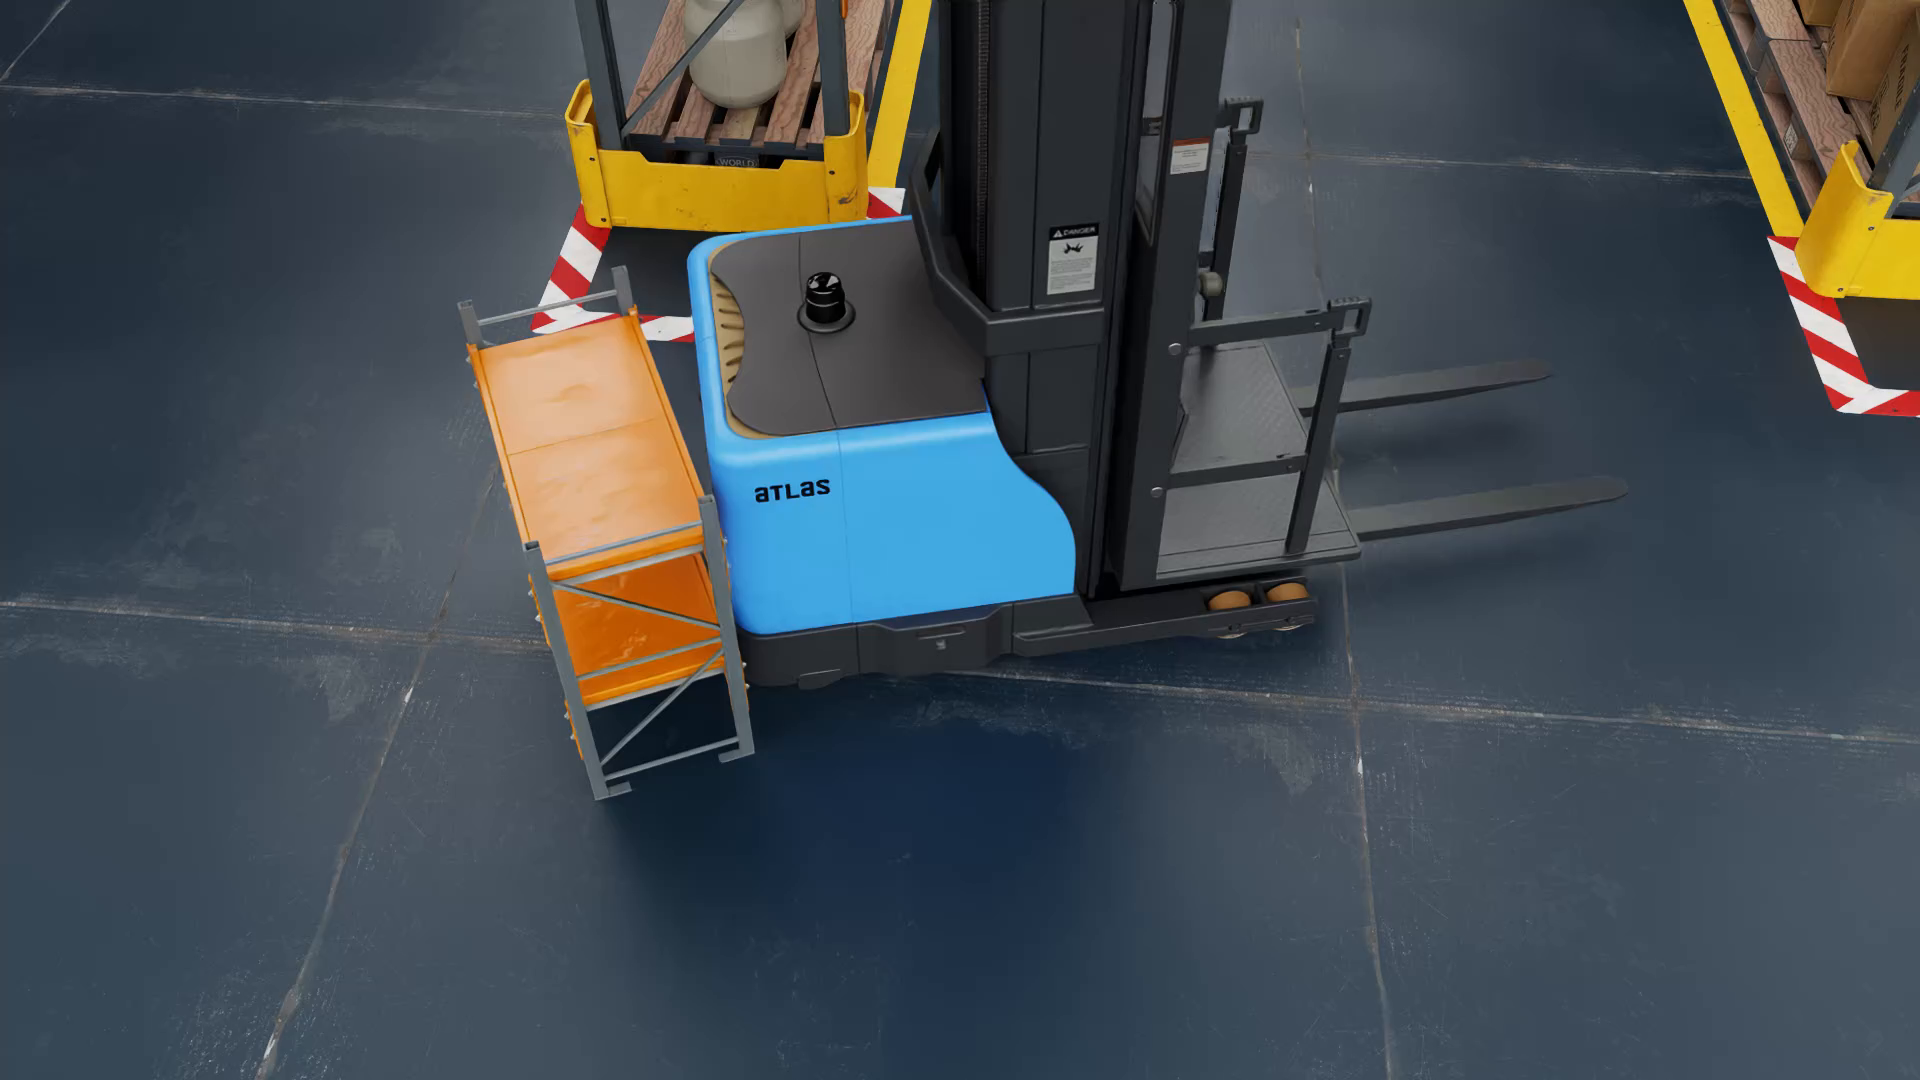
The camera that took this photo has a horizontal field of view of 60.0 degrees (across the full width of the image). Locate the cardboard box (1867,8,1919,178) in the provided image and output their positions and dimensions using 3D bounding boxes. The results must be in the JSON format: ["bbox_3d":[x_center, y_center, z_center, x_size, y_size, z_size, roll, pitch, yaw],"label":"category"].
[{"bbox_3d":[4.066,-1.775,6.750,0.500,0.500,0.500,12,49,11],"label":"cardboard box"}]

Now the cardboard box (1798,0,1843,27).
[{"bbox_3d":[4.162,-2.675,7.573,0.500,0.500,0.500,8,48,7],"label":"cardboard box"}]

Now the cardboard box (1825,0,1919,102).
[{"bbox_3d":[4.086,-2.216,7.154,0.500,0.500,0.500,15,49,14],"label":"cardboard box"}]

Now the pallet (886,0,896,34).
[{"bbox_3d":[-0.787,-2.960,8.315,1.003,0.211,1.213,4,48,4],"label":"pallet"}]

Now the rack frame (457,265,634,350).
[{"bbox_3d":[-1.231,-0.368,5.324,0.500,1.125,0.032,-15,49,-14],"label":"rack frame"}]

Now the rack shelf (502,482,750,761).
[{"bbox_3d":[-1.052,0.149,5.183,0.538,0.278,1.000,-15,49,-14],"label":"rack shelf"}]

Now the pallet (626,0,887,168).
[{"bbox_3d":[-0.901,-2.066,7.497,1.003,0.211,1.213,4,48,4],"label":"pallet"}]

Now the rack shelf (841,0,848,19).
[{"bbox_3d":[-0.758,-3.579,7.478,1.077,0.370,4.000,4,48,4],"label":"rack shelf"}]

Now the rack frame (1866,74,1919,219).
[{"bbox_3d":[3.992,-2.019,5.564,1.000,3.000,0.127,4,48,4],"label":"rack frame"}]

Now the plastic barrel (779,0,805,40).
[{"bbox_3d":[-0.911,-2.511,7.415,0.421,0.512,0.421,0,48,0],"label":"plastic barrel"}]

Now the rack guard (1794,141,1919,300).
[{"bbox_3d":[3.999,-1.231,6.537,1.175,0.500,0.348,4,48,4],"label":"rack guard"}]

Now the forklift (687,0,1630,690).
[{"bbox_3d":[0.708,-1.045,4.719,3.031,2.935,1.130,-8,48,-7],"label":"forklift"}]

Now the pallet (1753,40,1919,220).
[{"bbox_3d":[4.108,-1.728,7.187,1.003,0.211,1.213,4,48,4],"label":"pallet"}]

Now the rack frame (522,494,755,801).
[{"bbox_3d":[-0.873,0.335,4.682,0.500,1.125,0.032,-15,49,-14],"label":"rack frame"}]

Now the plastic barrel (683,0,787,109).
[{"bbox_3d":[-0.956,-2.143,7.078,0.421,0.512,0.421,0,48,0],"label":"plastic barrel"}]

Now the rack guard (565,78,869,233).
[{"bbox_3d":[-0.980,-1.567,6.845,1.175,0.500,0.348,4,48,4],"label":"rack guard"}]

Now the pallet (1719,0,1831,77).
[{"bbox_3d":[4.222,-2.622,8.005,1.003,0.211,1.213,4,48,4],"label":"pallet"}]

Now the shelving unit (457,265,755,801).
[{"bbox_3d":[-1.052,-0.016,5.003,0.538,1.125,1.048,-15,49,-14],"label":"shelving unit"}]

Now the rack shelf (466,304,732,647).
[{"bbox_3d":[-1.052,-0.214,4.787,0.538,0.278,1.000,-15,49,-14],"label":"rack shelf"}]

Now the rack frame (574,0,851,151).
[{"bbox_3d":[-0.940,-2.352,5.868,1.000,3.000,0.127,4,48,4],"label":"rack frame"}]
